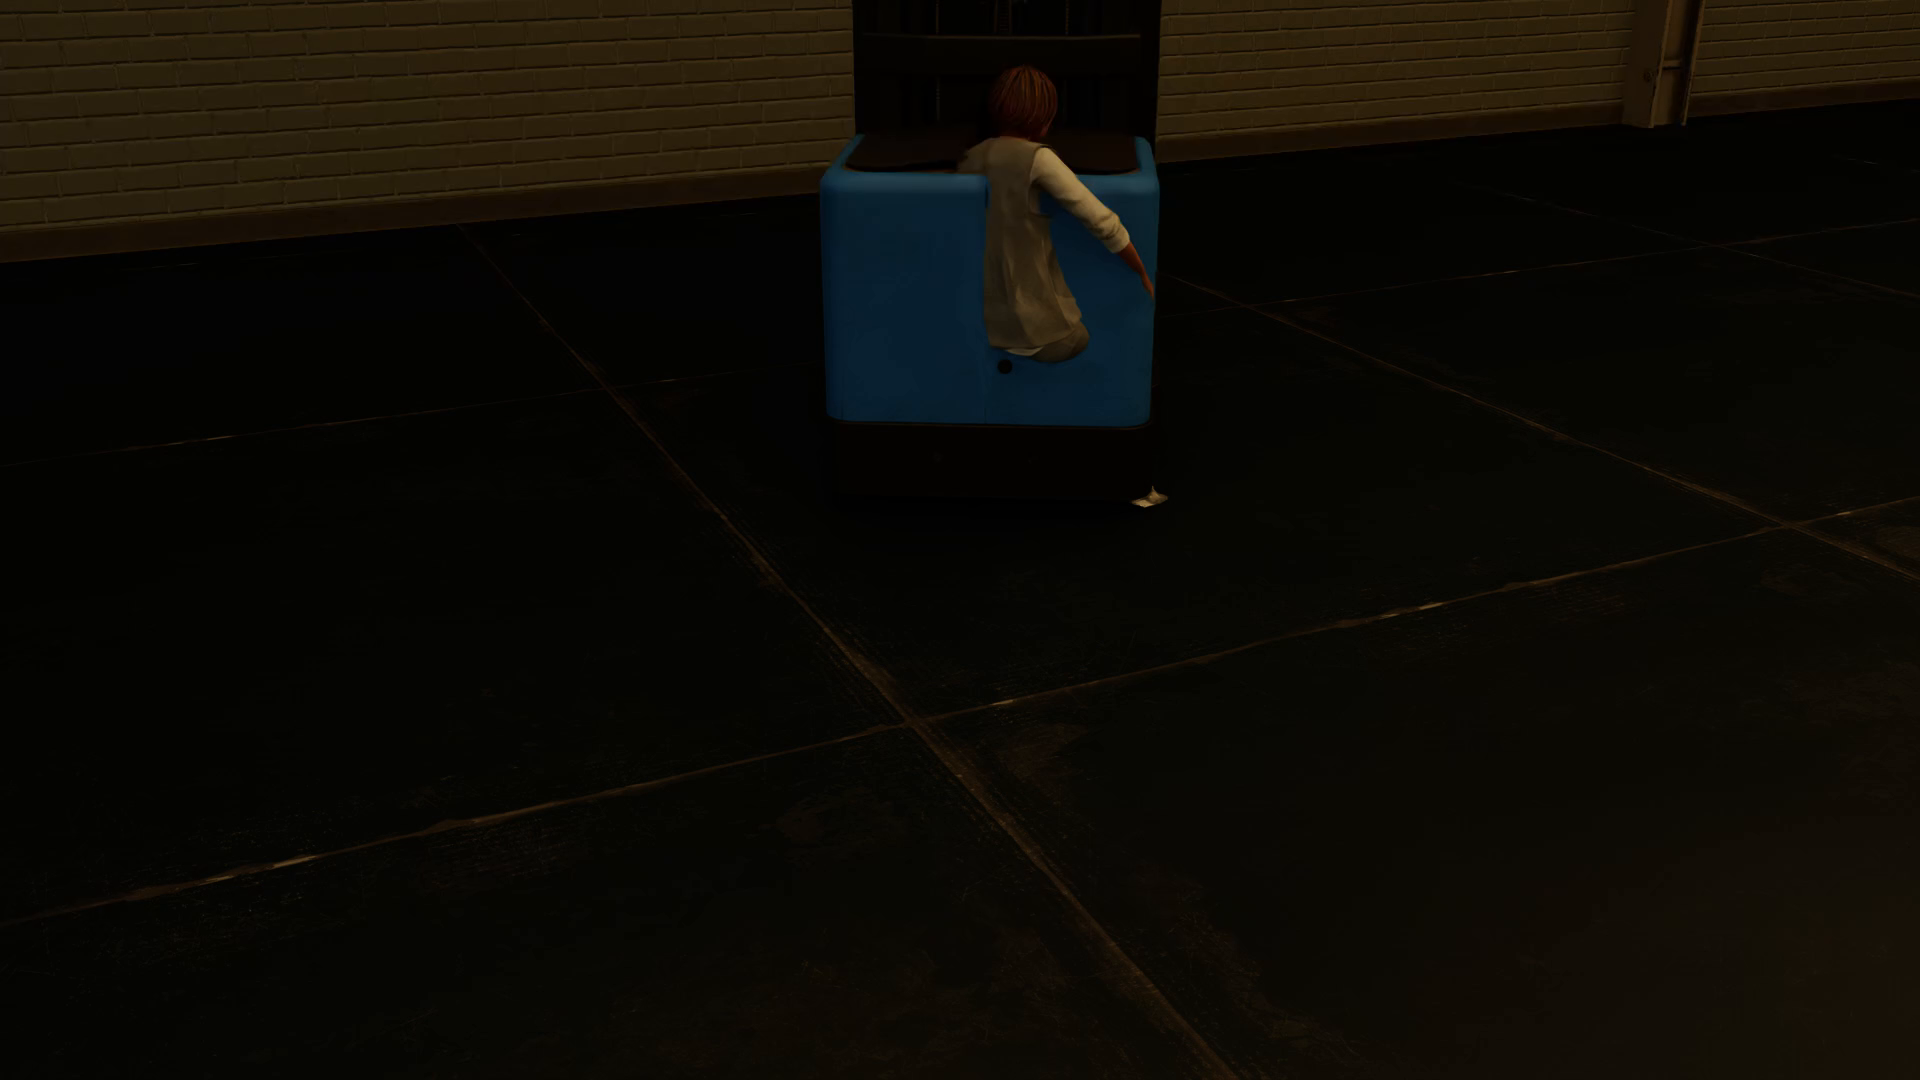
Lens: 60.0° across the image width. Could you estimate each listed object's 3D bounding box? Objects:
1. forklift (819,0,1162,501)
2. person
[{"bbox_3d":[0.182,-1.998,6.096,1.130,2.935,3.031,1,23,4],"label":"forklift"},{"bbox_3d":[0.327,-0.770,5.234,0.688,1.419,0.692,19,29,38],"label":"person"}]
